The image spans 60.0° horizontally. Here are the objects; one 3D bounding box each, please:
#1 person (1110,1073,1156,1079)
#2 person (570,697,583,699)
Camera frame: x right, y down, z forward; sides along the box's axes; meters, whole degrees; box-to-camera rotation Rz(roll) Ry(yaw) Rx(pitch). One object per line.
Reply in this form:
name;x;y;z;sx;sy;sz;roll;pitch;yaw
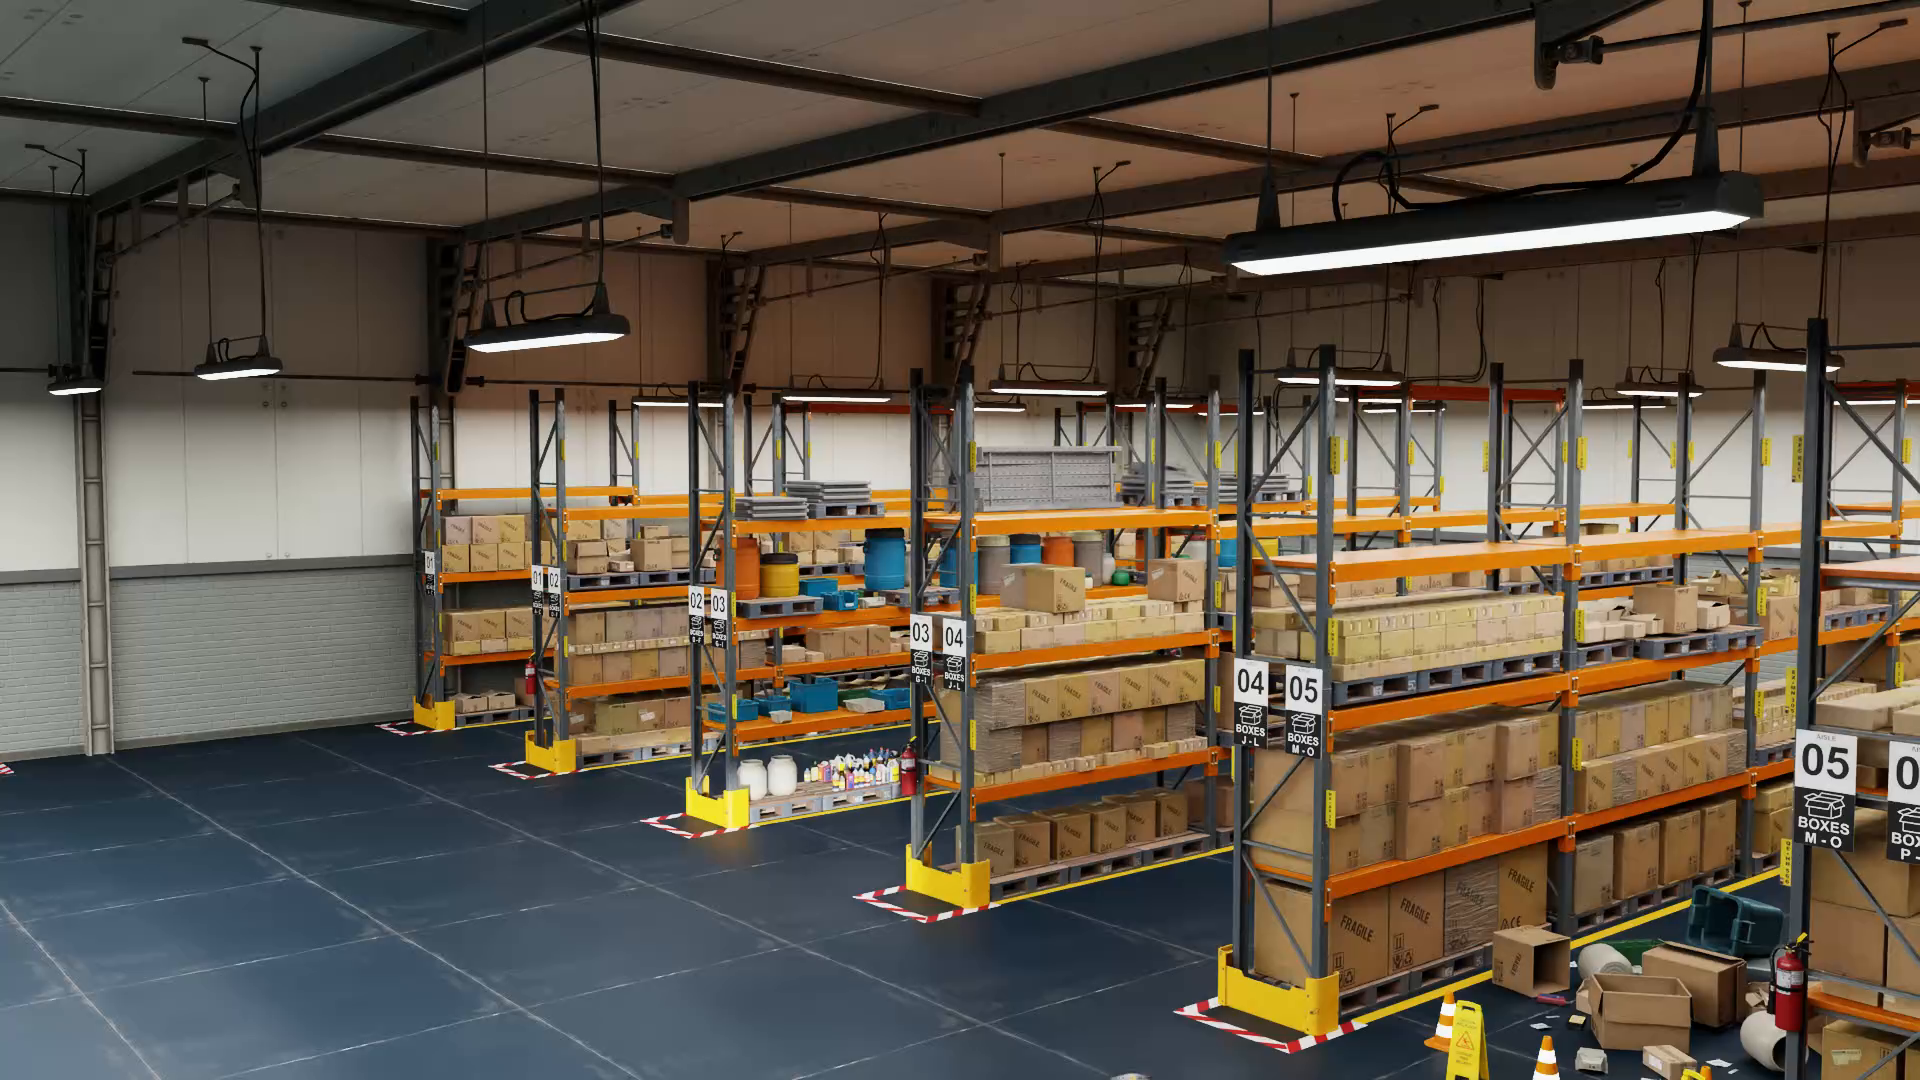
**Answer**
person;0.937;3.765;9.109;0.672;1.746;0.598;0;3;3
person;-6.601;2.637;28.674;0.640;1.705;0.784;3;4;40
